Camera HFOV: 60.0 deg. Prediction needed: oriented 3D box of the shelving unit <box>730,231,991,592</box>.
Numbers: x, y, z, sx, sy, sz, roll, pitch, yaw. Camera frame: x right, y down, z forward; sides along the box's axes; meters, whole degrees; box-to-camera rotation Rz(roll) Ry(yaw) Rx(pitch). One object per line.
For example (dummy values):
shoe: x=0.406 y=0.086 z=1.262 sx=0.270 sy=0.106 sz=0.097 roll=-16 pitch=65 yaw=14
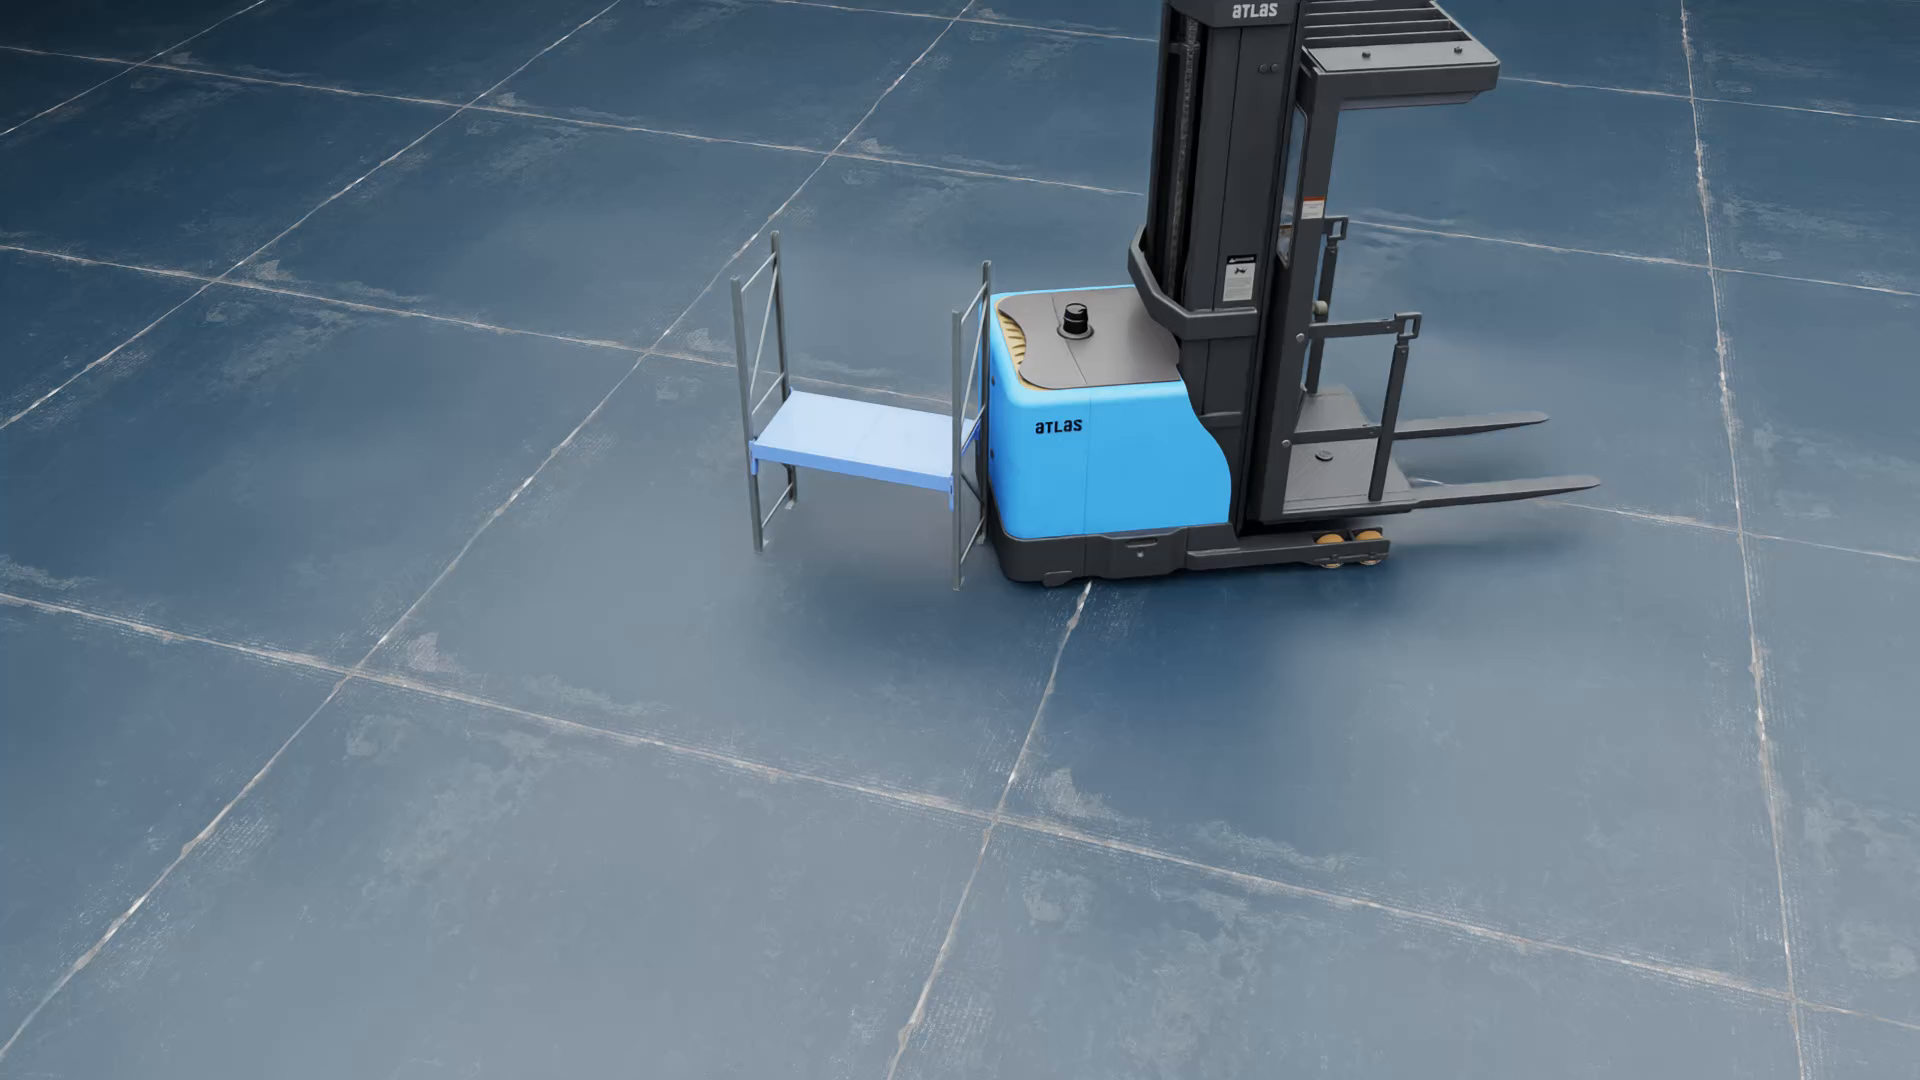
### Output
shelving unit: x=-0.433 y=-0.588 z=7.783 sx=1.048 sy=1.500 sz=0.538 roll=10 pitch=38 yaw=14

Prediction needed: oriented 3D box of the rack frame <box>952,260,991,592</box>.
rack frame: x=0.053 y=-0.499 z=7.663 sx=0.032 sy=1.500 sz=0.500 roll=10 pitch=38 yaw=14

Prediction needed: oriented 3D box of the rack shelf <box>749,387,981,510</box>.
rack shelf: x=-0.433 y=-0.443 z=7.890 sx=1.000 sy=0.185 sz=0.538 roll=10 pitch=38 yaw=14

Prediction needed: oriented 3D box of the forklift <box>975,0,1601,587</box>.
forklift: x=1.640 y=-1.350 z=7.611 sx=3.031 sy=2.935 sz=1.130 roll=-5 pitch=37 yaw=-6

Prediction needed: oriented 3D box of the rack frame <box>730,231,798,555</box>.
rack frame: x=-0.919 y=-0.676 z=7.904 sx=0.032 sy=1.500 sz=0.500 roll=10 pitch=38 yaw=14
